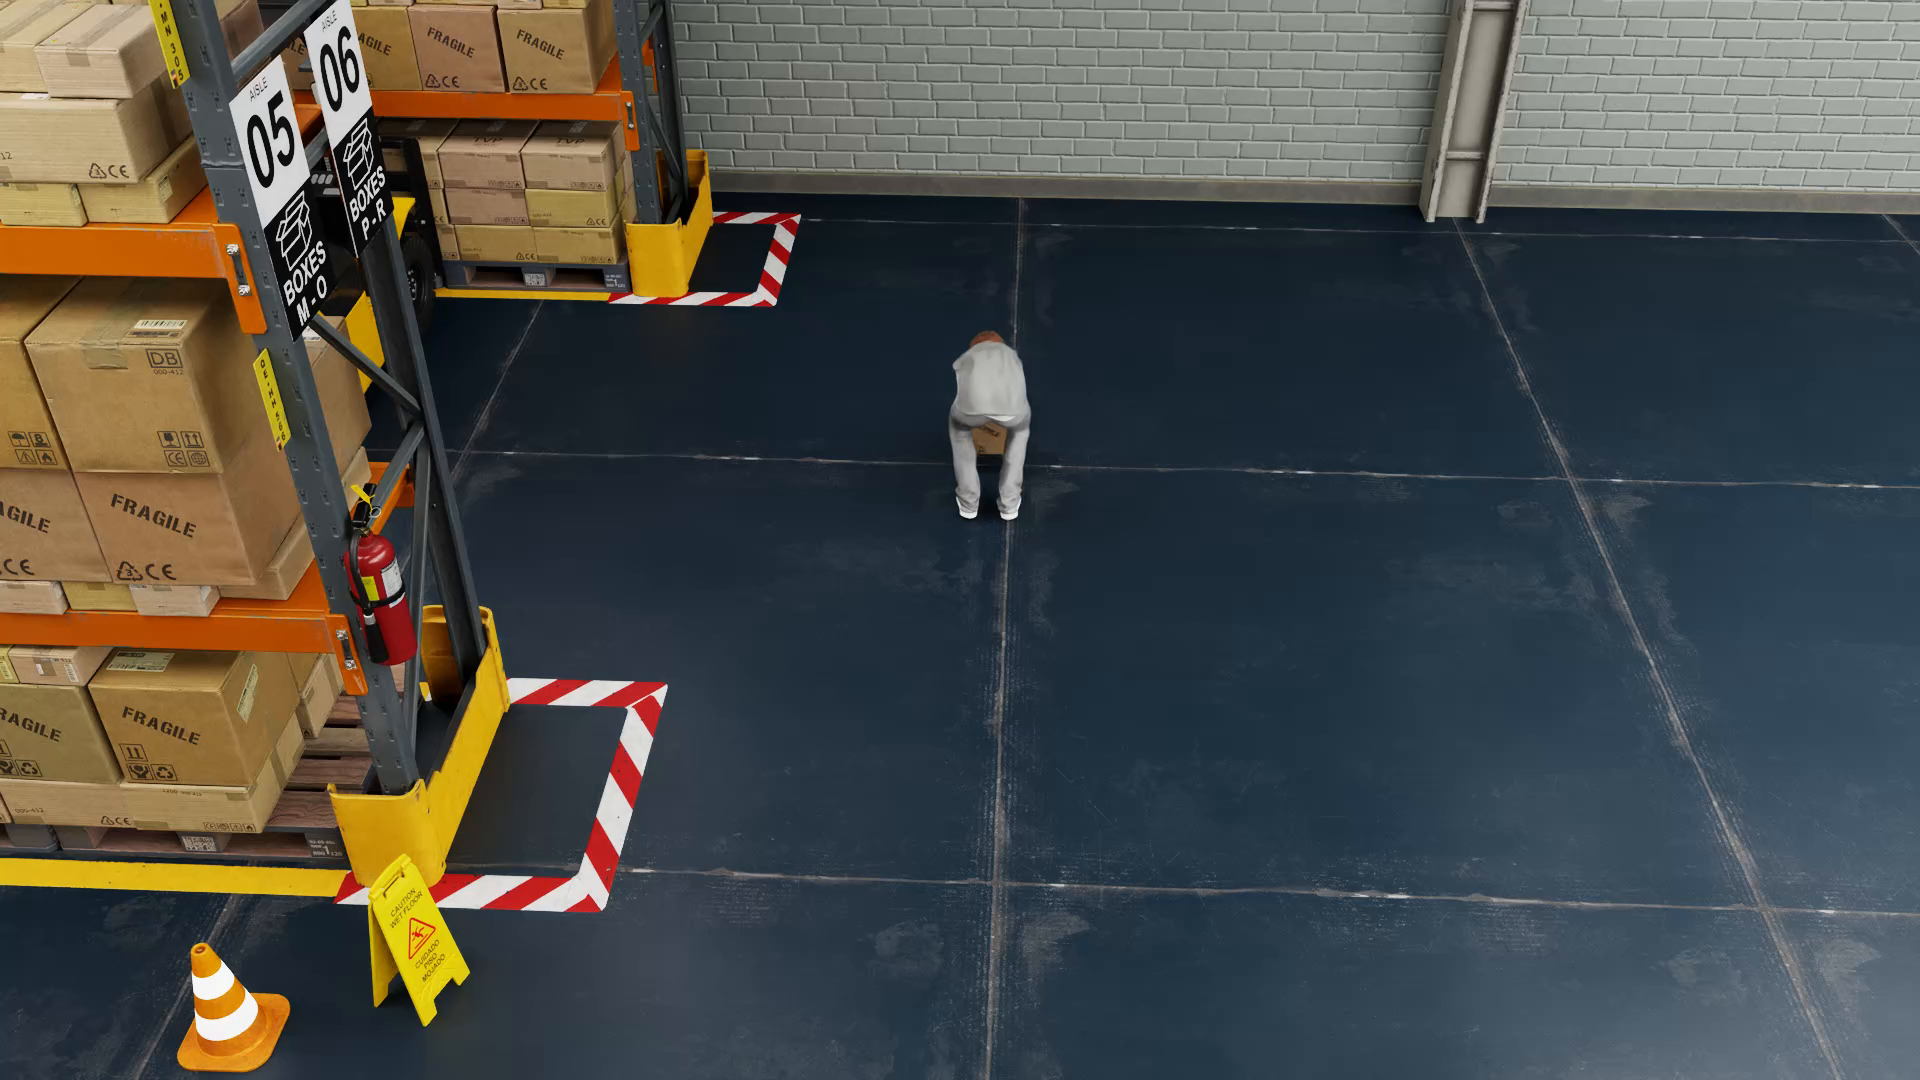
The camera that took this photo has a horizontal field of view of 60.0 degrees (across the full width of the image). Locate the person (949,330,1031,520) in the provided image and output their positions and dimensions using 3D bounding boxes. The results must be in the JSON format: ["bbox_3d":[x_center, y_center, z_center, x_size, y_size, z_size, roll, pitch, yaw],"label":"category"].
[{"bbox_3d":[0.150,-0.635,8.561,0.417,0.923,0.861,0,36,0],"label":"person"}]
